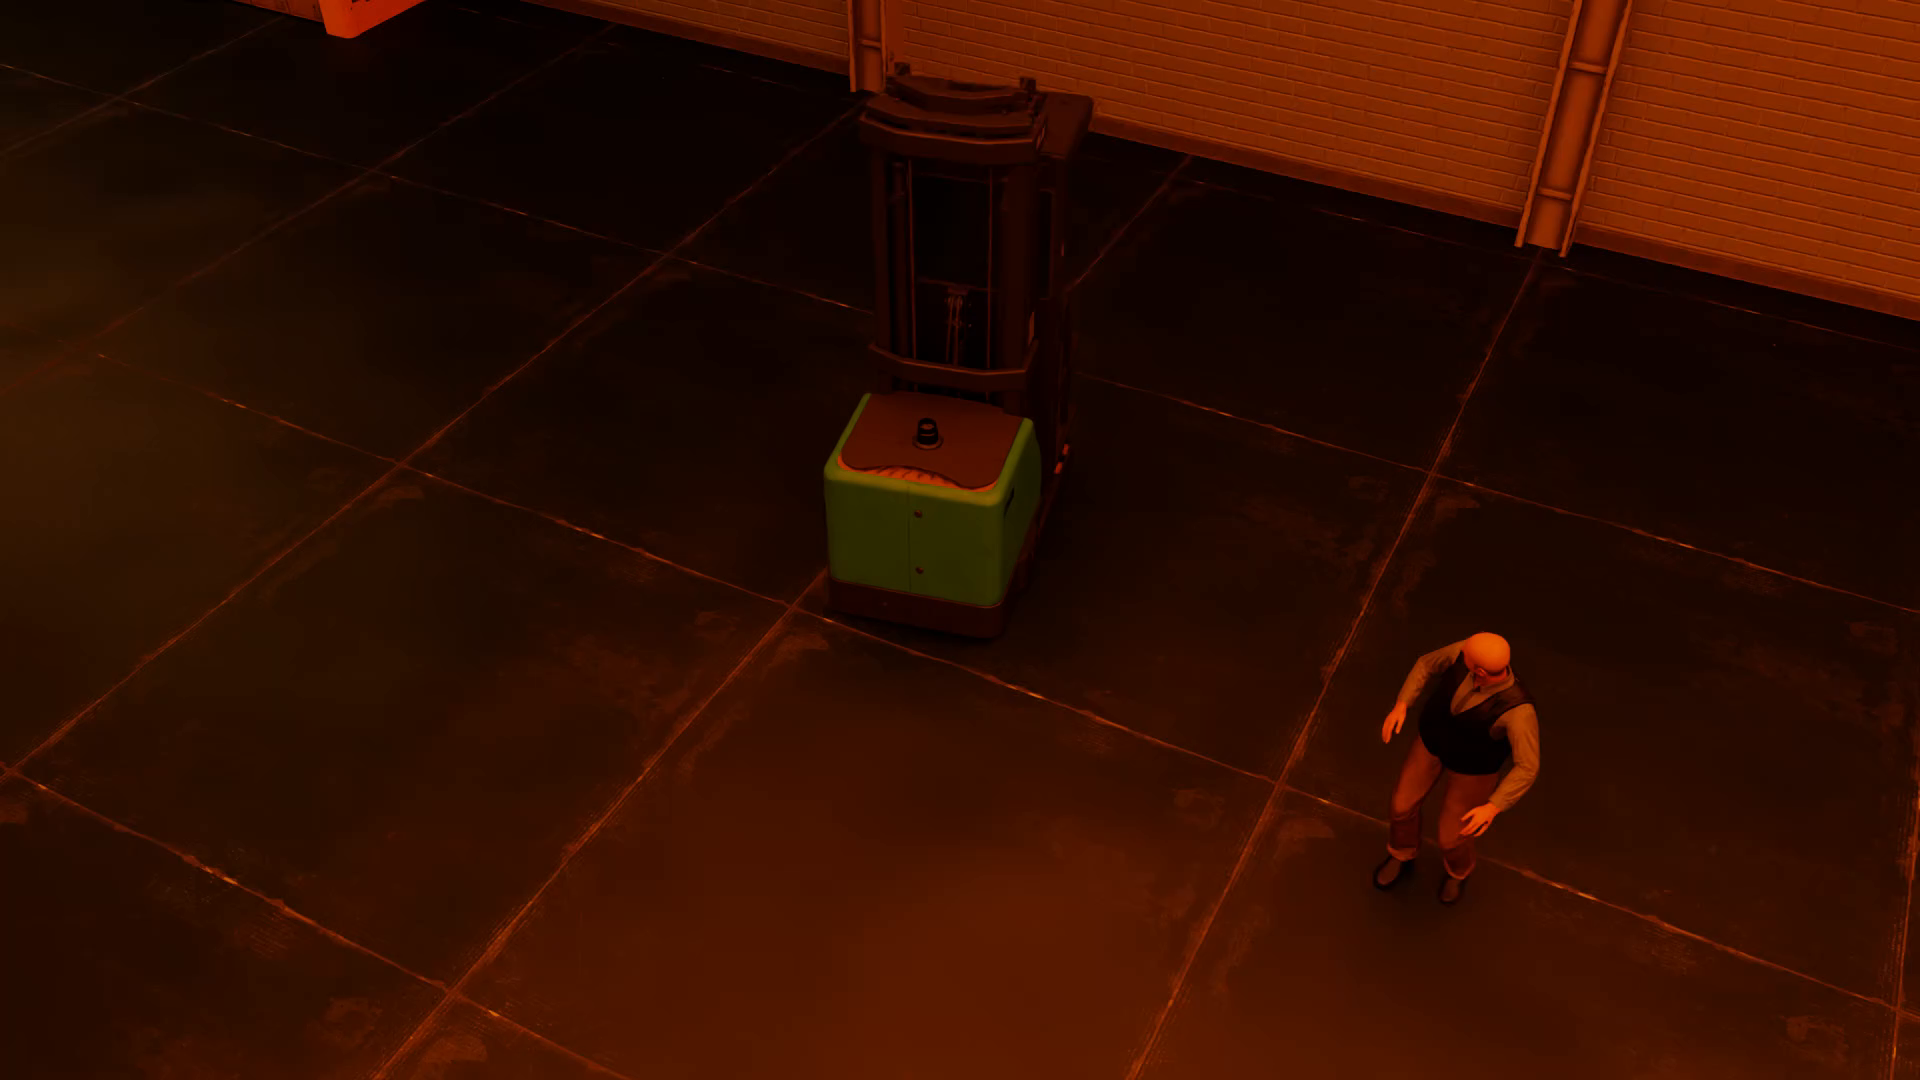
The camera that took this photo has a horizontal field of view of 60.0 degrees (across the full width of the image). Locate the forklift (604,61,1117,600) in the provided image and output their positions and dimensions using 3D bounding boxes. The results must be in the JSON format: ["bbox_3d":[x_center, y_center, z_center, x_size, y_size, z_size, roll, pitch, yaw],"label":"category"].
[{"bbox_3d":[-0.606,-1.157,9.360,3.031,2.935,1.130,3,40,4],"label":"forklift"}]

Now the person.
[{"bbox_3d":[2.374,1.013,7.726,0.371,1.722,0.525,-23,45,-25],"label":"person"}]
